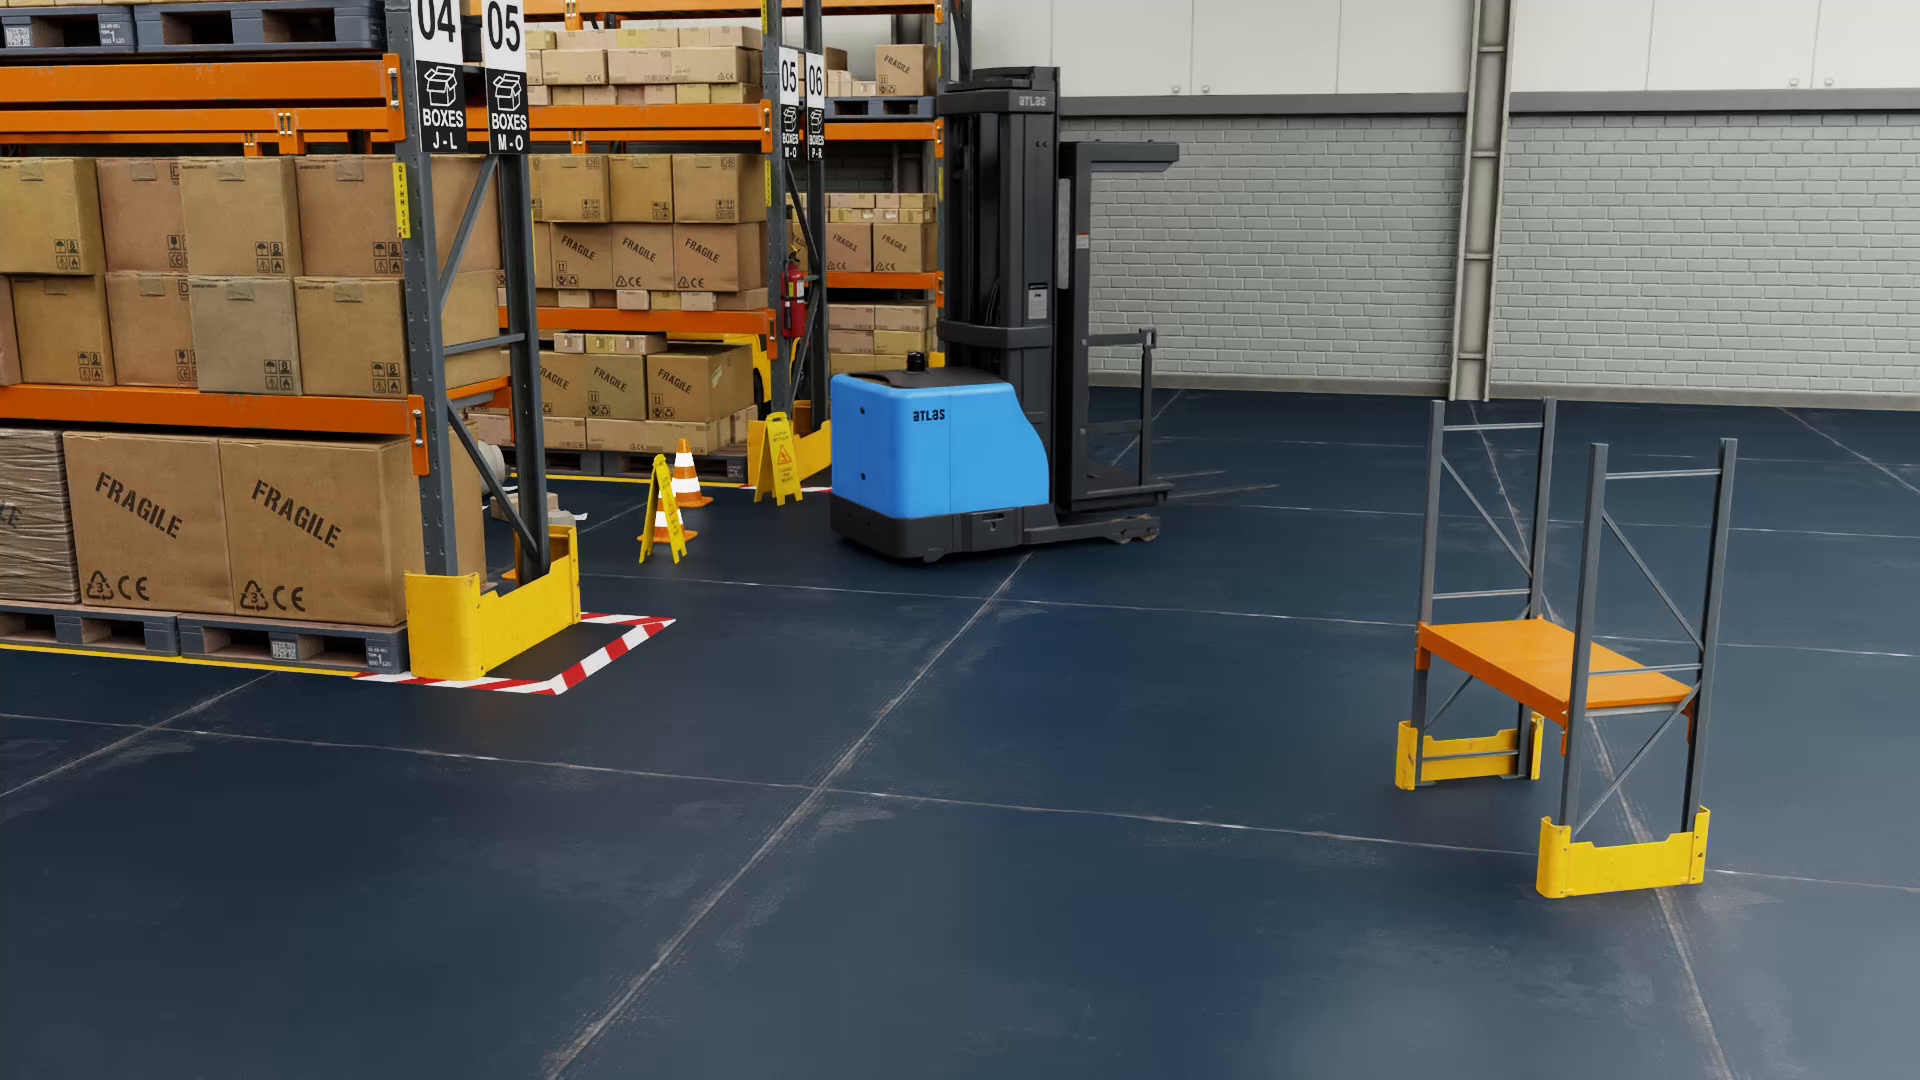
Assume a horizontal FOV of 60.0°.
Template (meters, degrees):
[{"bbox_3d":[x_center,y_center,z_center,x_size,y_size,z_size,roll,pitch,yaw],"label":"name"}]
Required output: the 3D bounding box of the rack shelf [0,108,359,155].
[{"bbox_3d":[-7.064,-3.406,13.895,4.000,0.370,1.077,3,13,14],"label":"rack shelf"}]

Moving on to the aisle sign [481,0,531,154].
[{"bbox_3d":[-2.186,-2.264,8.009,0.004,0.787,0.394,3,13,14],"label":"aisle sign"}]

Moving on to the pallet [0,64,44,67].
[{"bbox_3d":[-5.418,-2.519,8.442,1.213,0.211,1.003,3,13,14],"label":"pallet"}]

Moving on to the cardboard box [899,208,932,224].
[{"bbox_3d":[-0.457,-3.350,17.178,0.250,0.149,0.380,3,13,14],"label":"cardboard box"}]

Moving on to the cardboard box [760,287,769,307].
[{"bbox_3d":[-1.519,-1.920,13.041,0.250,0.149,0.380,3,13,14],"label":"cardboard box"}]

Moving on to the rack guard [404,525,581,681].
[{"bbox_3d":[-2.303,0.287,8.288,0.348,0.500,1.175,3,13,14],"label":"rack guard"}]

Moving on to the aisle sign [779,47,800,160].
[{"bbox_3d":[-1.248,-3.186,12.167,0.004,0.787,0.394,3,13,14],"label":"aisle sign"}]

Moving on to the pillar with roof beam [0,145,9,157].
[{"bbox_3d":[-13.195,-5.897,16.538,0.400,9.000,9.100,3,13,14],"label":"pillar with roof beam"}]

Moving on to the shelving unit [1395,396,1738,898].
[{"bbox_3d":[2.090,0.314,5.855,0.587,1.500,1.083,-3,13,-12],"label":"shelving unit"}]

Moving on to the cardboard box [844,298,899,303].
[{"bbox_3d":[-0.960,-2.466,17.993,0.500,0.250,0.500,3,13,14],"label":"cardboard box"}]

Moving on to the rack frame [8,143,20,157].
[{"bbox_3d":[-11.704,-3.648,20.251,0.127,3.000,1.000,3,13,14],"label":"rack frame"}]

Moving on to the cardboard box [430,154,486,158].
[{"bbox_3d":[-3.775,-2.740,12.931,0.500,0.500,0.700,3,13,12],"label":"cardboard box"}]

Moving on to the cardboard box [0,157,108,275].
[{"bbox_3d":[-4.290,-1.630,8.315,0.500,0.550,0.875,3,13,14],"label":"cardboard box"}]

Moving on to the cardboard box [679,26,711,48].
[{"bbox_3d":[-1.879,-3.689,12.250,0.250,0.149,0.380,3,13,15],"label":"cardboard box"}]

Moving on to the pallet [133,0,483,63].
[{"bbox_3d":[-3.049,-2.392,7.871,1.213,0.211,1.003,3,13,14],"label":"pallet"}]

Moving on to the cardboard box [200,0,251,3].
[{"bbox_3d":[-3.224,-2.503,7.545,0.250,0.149,0.380,3,13,14],"label":"cardboard box"}]

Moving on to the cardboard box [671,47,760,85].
[{"bbox_3d":[-1.800,-3.488,12.262,0.500,0.250,0.500,3,13,13],"label":"cardboard box"}]

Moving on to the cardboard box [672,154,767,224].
[{"bbox_3d":[-1.787,-2.644,12.500,0.500,0.500,0.700,3,13,12],"label":"cardboard box"}]

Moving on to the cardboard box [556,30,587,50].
[{"bbox_3d":[-2.849,-3.756,12.551,0.250,0.149,0.380,3,13,12],"label":"cardboard box"}]

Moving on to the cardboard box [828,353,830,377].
[{"bbox_3d":[-1.549,-1.901,17.758,0.500,0.250,0.500,3,13,14],"label":"cardboard box"}]

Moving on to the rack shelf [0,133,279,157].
[{"bbox_3d":[-9.762,-4.657,19.536,4.000,0.370,1.077,3,13,14],"label":"rack shelf"}]

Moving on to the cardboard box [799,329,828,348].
[{"bbox_3d":[-1.591,-2.142,17.688,0.500,0.250,0.500,3,13,12],"label":"cardboard box"}]

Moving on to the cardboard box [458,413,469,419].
[{"bbox_3d":[-4.093,-0.939,13.418,0.500,0.250,0.500,4,13,17],"label":"cardboard box"}]

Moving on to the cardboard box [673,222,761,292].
[{"bbox_3d":[-1.832,-2.145,12.561,0.500,0.500,0.500,3,13,13],"label":"cardboard box"}]

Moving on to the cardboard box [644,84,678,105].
[{"bbox_3d":[-2.151,-3.310,12.381,0.250,0.149,0.380,3,13,15],"label":"cardboard box"}]

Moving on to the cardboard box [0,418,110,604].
[{"bbox_3d":[-4.740,-0.217,8.723,0.875,0.875,0.875,3,13,14],"label":"cardboard box"}]

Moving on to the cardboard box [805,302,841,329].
[{"bbox_3d":[-1.564,-2.384,17.623,0.500,0.250,0.500,3,13,14],"label":"cardboard box"}]

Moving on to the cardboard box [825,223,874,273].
[{"bbox_3d":[-1.095,-3.073,17.429,0.500,0.500,0.500,3,13,15],"label":"cardboard box"}]

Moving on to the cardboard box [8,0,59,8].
[{"bbox_3d":[-4.211,-2.556,7.783,0.250,0.149,0.380,3,13,14],"label":"cardboard box"}]

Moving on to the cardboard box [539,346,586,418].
[{"bbox_3d":[-3.075,-1.251,13.093,0.500,0.500,0.500,3,13,12],"label":"cardboard box"}]

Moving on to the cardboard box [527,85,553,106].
[{"bbox_3d":[-3.154,-3.353,12.576,0.250,0.149,0.380,3,13,13],"label":"cardboard box"}]

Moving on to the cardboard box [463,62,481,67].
[{"bbox_3d":[-3.774,-3.591,12.729,0.500,0.250,0.500,3,13,14],"label":"cardboard box"}]

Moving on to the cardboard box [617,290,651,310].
[{"bbox_3d":[-2.427,-1.848,12.716,0.250,0.149,0.380,3,13,15],"label":"cardboard box"}]

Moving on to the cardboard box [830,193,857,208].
[{"bbox_3d":[-1.183,-3.553,17.407,0.250,0.149,0.380,3,13,14],"label":"cardboard box"}]

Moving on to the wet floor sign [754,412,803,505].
[{"bbox_3d":[-1.311,-0.597,11.935,0.232,0.644,0.267,8,15,33],"label":"wet floor sign"}]

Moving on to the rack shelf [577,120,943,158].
[{"bbox_3d":[-1.995,-4.242,17.665,4.000,0.370,1.077,3,13,14],"label":"rack shelf"}]

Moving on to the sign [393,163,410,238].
[{"bbox_3d":[-2.470,-1.503,7.361,0.005,0.325,0.100,3,13,14],"label":"sign"}]

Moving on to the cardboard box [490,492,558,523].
[{"bbox_3d":[-2.995,-0.233,11.439,0.250,0.149,0.380,12,17,43],"label":"cardboard box"}]

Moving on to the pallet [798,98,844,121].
[{"bbox_3d":[-1.921,-4.551,17.602,1.213,0.211,1.003,3,13,14],"label":"pallet"}]

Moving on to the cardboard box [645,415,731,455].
[{"bbox_3d":[-2.111,-0.830,12.930,0.500,0.250,0.500,3,13,13],"label":"cardboard box"}]

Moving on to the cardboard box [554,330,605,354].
[{"bbox_3d":[-2.950,-1.546,12.927,0.250,0.149,0.380,4,13,16],"label":"cardboard box"}]

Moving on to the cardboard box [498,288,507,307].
[{"bbox_3d":[-3.402,-1.907,12.983,0.250,0.149,0.380,3,13,13],"label":"cardboard box"}]

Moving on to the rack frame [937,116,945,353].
[{"bbox_3d":[-0.053,-3.025,17.444,0.127,3.000,1.000,3,13,14],"label":"rack frame"}]

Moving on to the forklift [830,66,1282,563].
[{"bbox_3d":[0.713,-1.498,10.717,3.031,2.935,1.130,-7,14,-27],"label":"forklift"}]

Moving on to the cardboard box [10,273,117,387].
[{"bbox_3d":[-4.275,-1.116,8.493,0.500,0.550,0.875,3,13,14],"label":"cardboard box"}]

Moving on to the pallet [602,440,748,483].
[{"bbox_3d":[-2.093,-0.673,13.282,1.213,0.211,1.003,3,13,14],"label":"pallet"}]

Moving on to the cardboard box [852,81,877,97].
[{"bbox_3d":[-0.930,-4.600,16.996,0.250,0.149,0.380,3,13,12],"label":"cardboard box"}]

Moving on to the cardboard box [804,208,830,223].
[{"bbox_3d":[-1.458,-3.402,17.415,0.250,0.149,0.380,3,13,12],"label":"cardboard box"}]

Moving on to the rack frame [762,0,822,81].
[{"bbox_3d":[-1.239,-4.910,12.089,0.127,3.000,1.000,3,13,14],"label":"rack frame"}]

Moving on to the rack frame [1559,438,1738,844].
[{"bbox_3d":[2.204,0.423,5.362,0.500,1.500,0.032,-3,13,-12],"label":"rack frame"}]
